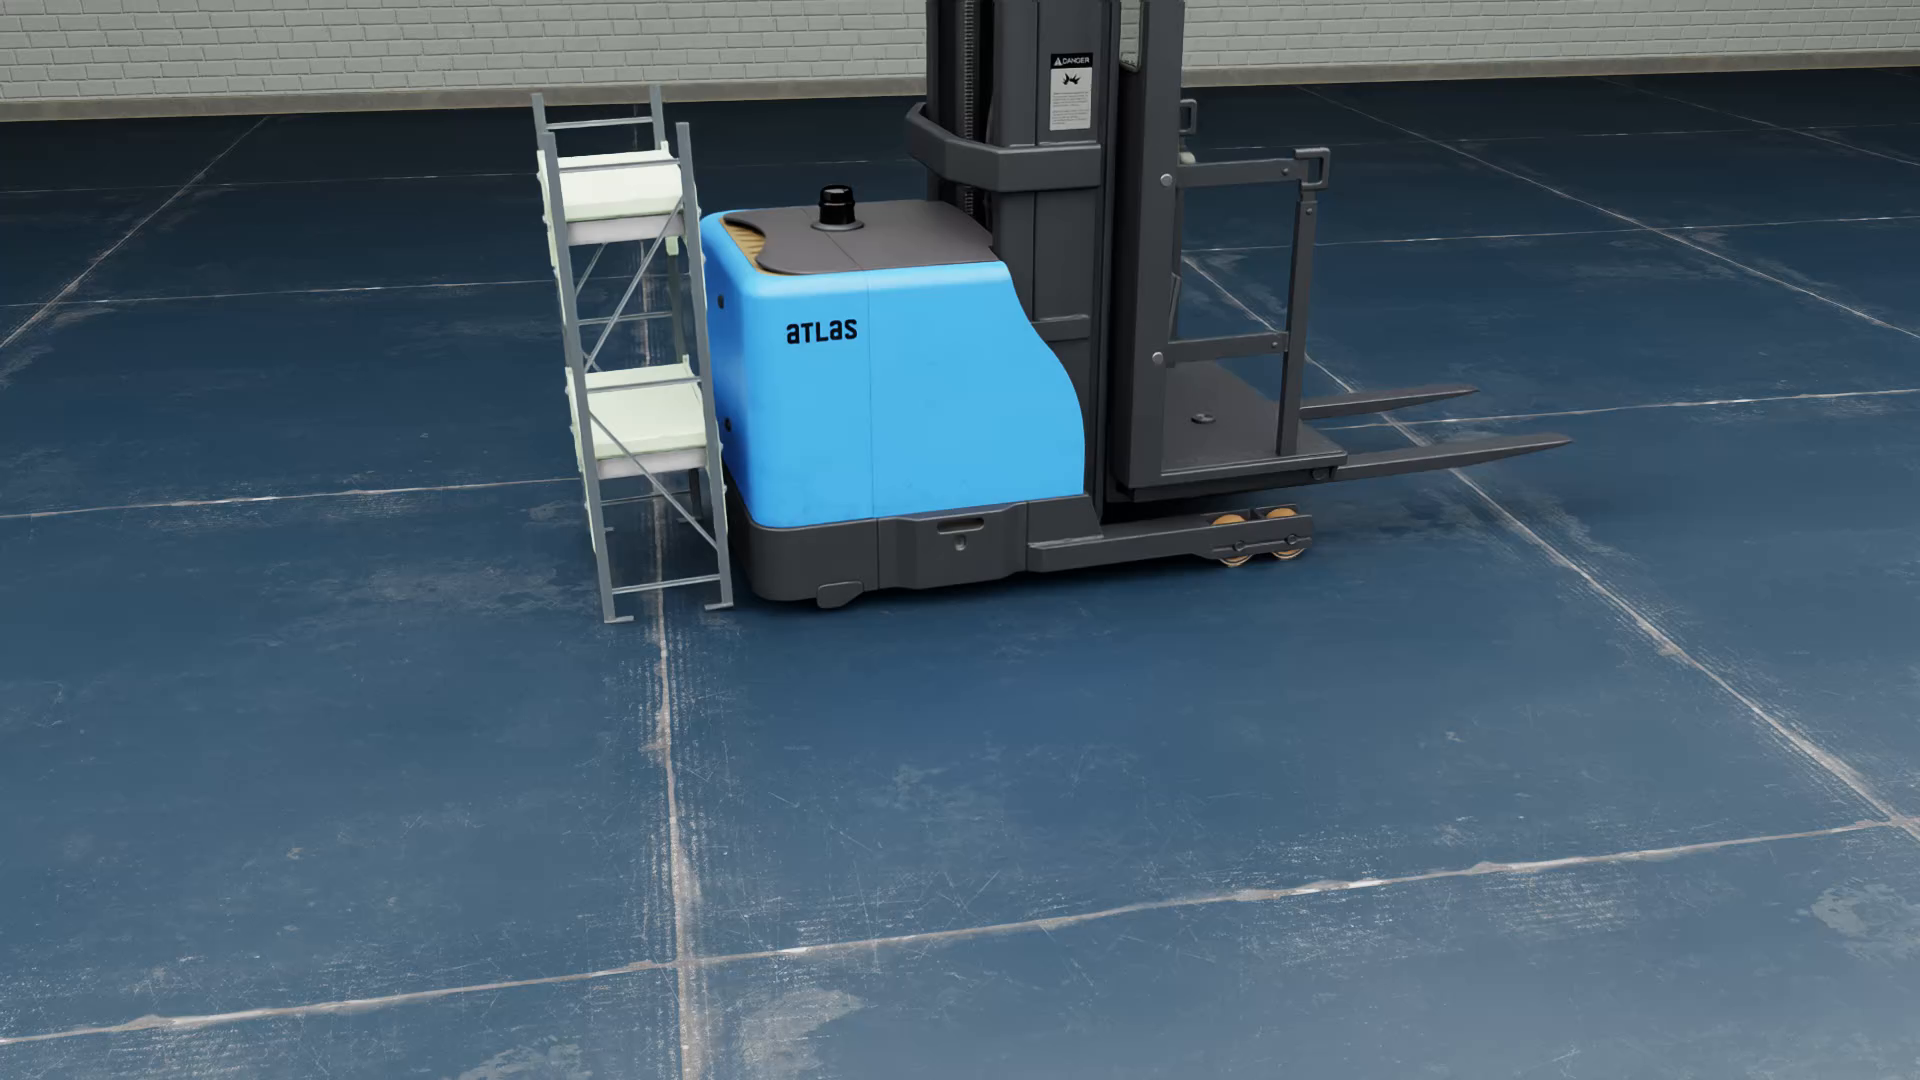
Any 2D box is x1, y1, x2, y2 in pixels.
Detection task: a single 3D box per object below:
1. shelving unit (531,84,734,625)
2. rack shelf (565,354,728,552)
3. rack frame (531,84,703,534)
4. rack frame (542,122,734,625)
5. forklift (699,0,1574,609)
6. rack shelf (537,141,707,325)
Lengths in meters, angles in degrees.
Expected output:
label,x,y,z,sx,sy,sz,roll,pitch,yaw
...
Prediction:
label,x,y,z,sx,sy,sz,roll,pitch,yaw
shelving unit,-1.028,-0.594,5.220,0.431,1.500,0.755,-8,25,-14
rack shelf,-1.019,-0.297,5.353,0.431,0.370,0.720,-8,25,-14
rack frame,-1.126,-0.735,5.544,0.400,1.500,0.023,-8,25,-14
rack frame,-0.930,-0.453,4.897,0.400,1.500,0.023,-8,25,-14
forklift,0.680,-1.453,5.415,3.031,2.935,1.130,-7,25,-15
rack shelf,-1.038,-0.951,5.062,0.431,0.370,0.720,-8,25,-14
